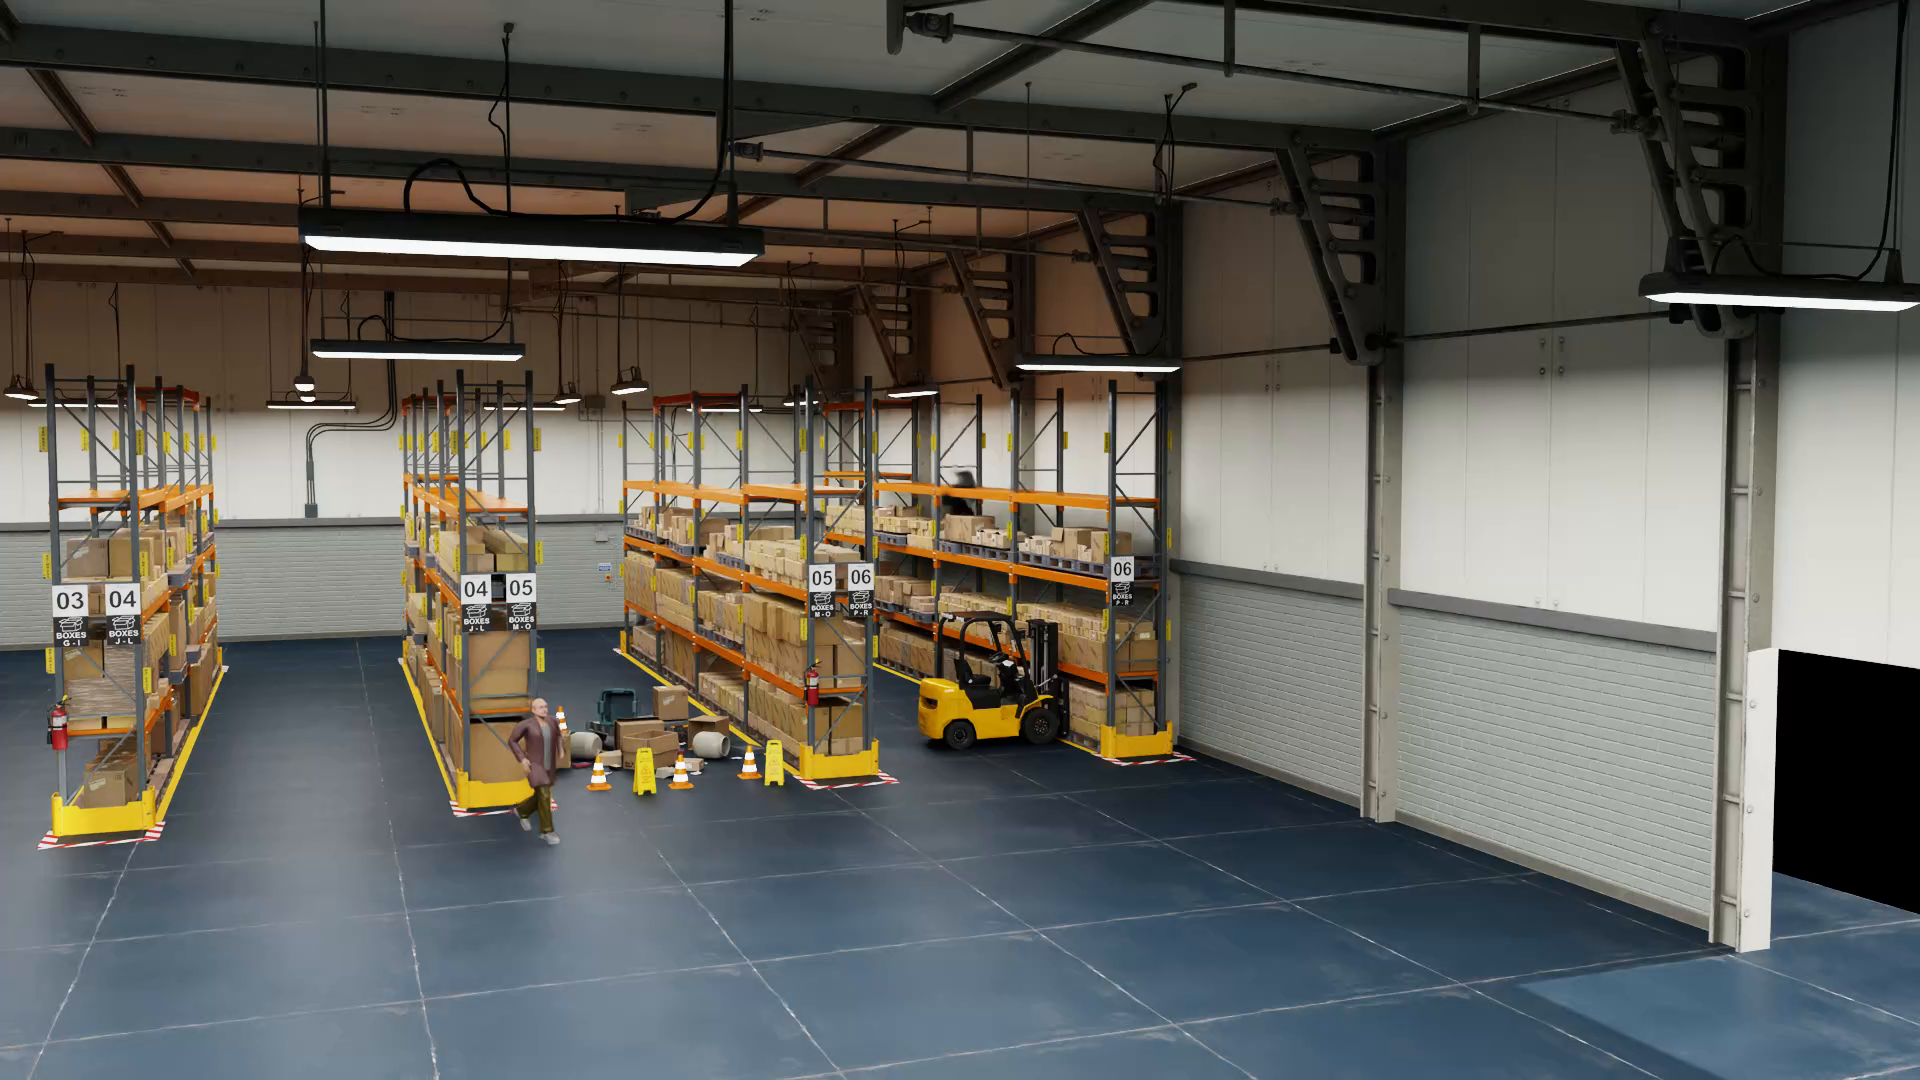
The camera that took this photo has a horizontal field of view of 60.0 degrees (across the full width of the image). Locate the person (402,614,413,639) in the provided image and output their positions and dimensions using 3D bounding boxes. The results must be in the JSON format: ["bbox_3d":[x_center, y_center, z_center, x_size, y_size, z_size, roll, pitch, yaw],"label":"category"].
[{"bbox_3d":[-12.782,1.934,38.963,0.531,1.605,0.630,-1,4,-23],"label":"person"}]

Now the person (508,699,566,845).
[{"bbox_3d":[-5.292,2.873,20.929,0.921,1.788,0.706,3,4,37],"label":"person"}]

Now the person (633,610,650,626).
[{"bbox_3d":[-7.813,1.749,41.090,0.688,1.728,0.742,0,3,5],"label":"person"}]
